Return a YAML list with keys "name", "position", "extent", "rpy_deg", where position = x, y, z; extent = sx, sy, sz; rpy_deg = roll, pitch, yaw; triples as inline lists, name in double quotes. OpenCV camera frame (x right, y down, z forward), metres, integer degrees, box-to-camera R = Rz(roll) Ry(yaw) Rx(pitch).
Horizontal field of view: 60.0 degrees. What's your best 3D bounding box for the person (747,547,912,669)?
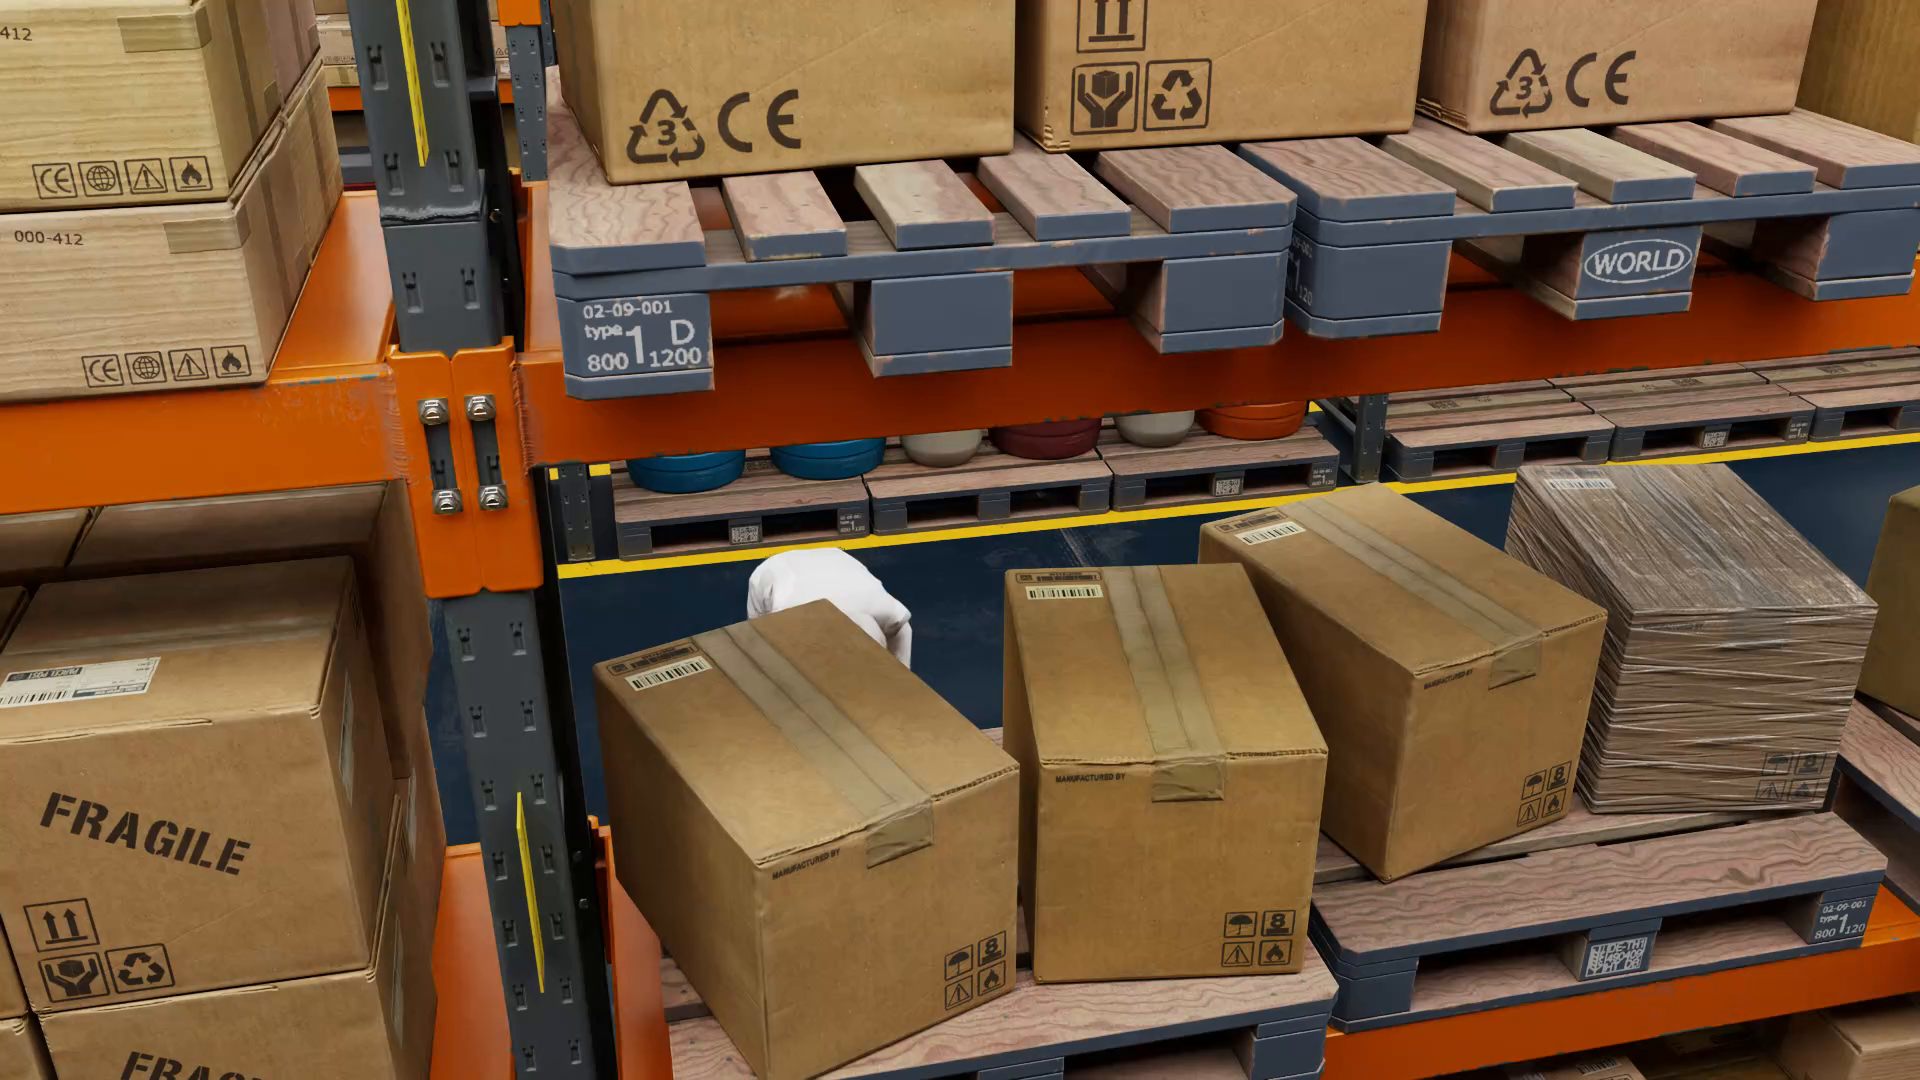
- name: "person"
  position: [-0.438, 0.559, 5.734]
  extent: [0.515, 1.083, 0.966]
  rpy_deg: [-7, 27, -14]
